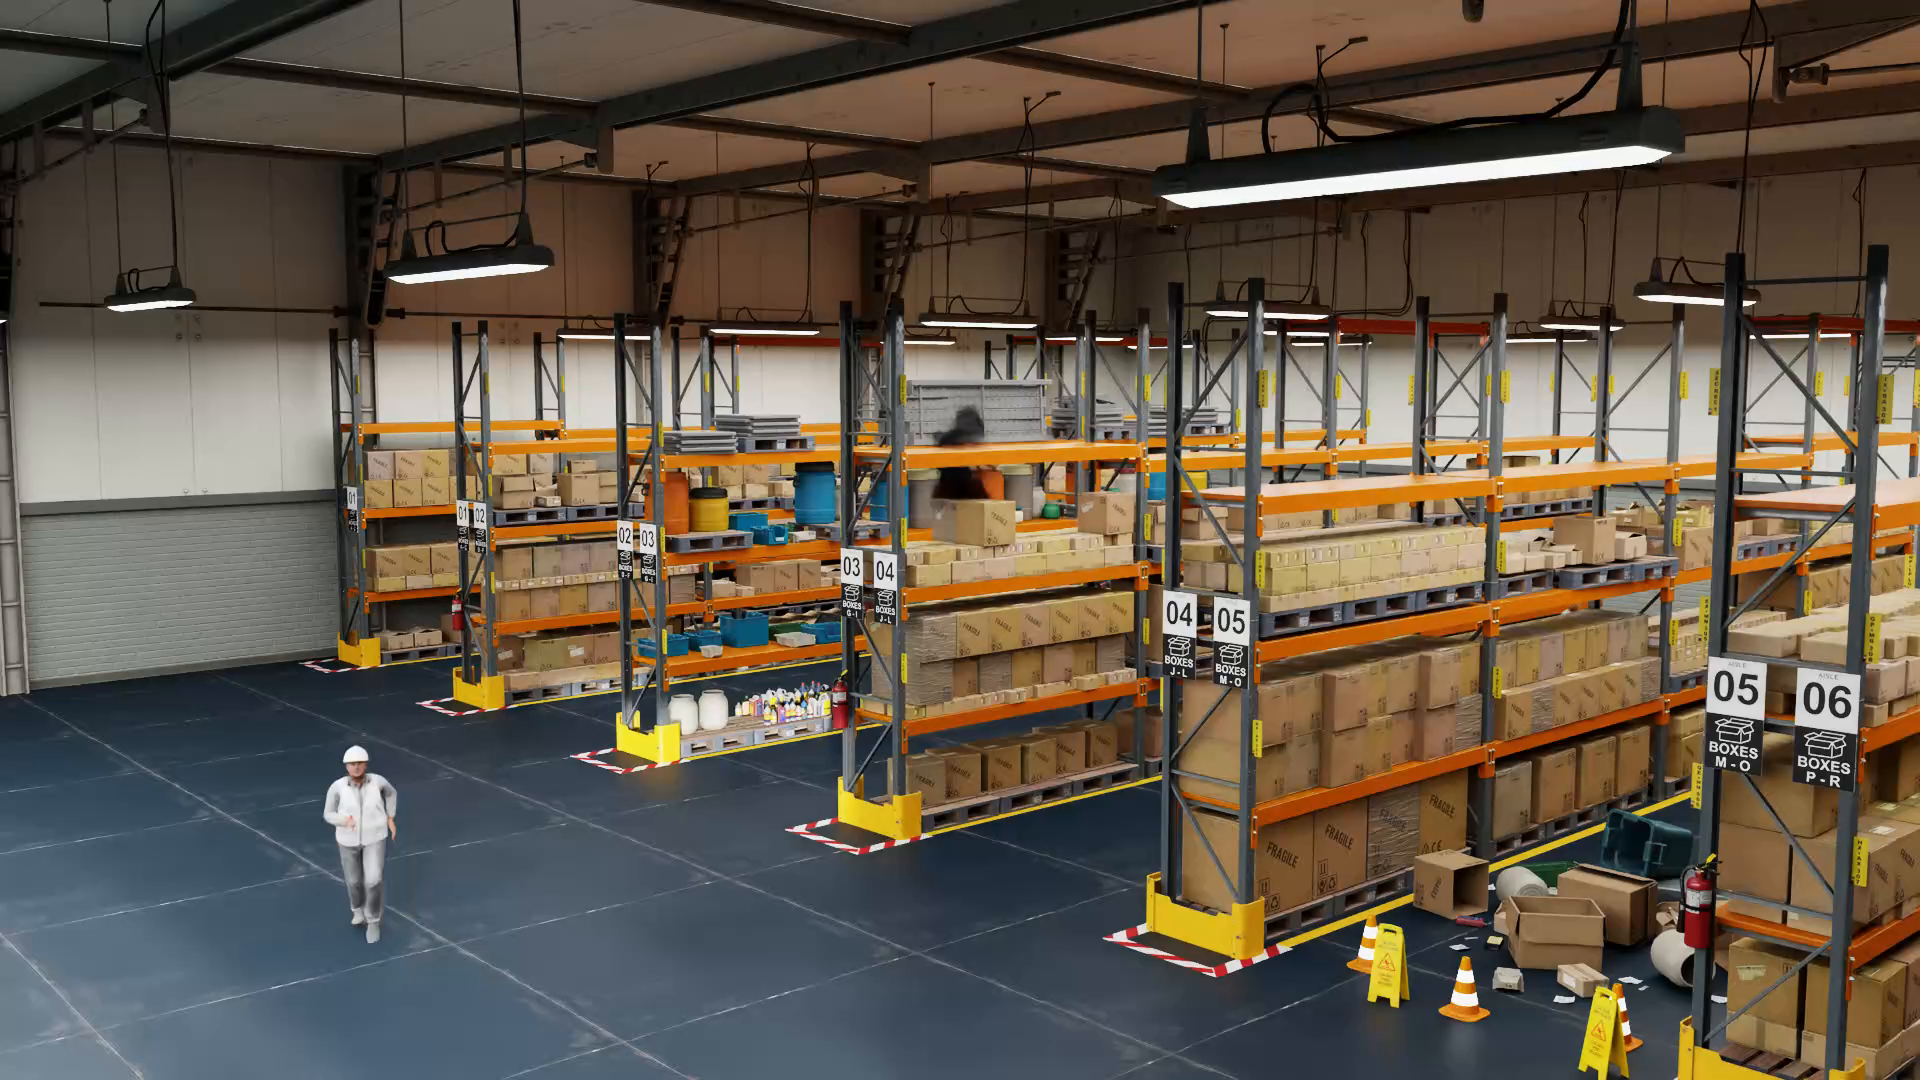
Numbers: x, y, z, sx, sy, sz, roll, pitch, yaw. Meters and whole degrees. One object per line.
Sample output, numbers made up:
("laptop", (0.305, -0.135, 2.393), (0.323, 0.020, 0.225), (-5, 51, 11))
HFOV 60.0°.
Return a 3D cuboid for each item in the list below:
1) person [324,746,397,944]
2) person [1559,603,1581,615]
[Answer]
("person", (-5.494, 2.784, 15.264), (0.620, 1.822, 0.827), (-2, 6, -16))
("person", (9.577, 1.714, 26.018), (0.919, 1.765, 0.669), (-5, 8, -44))
